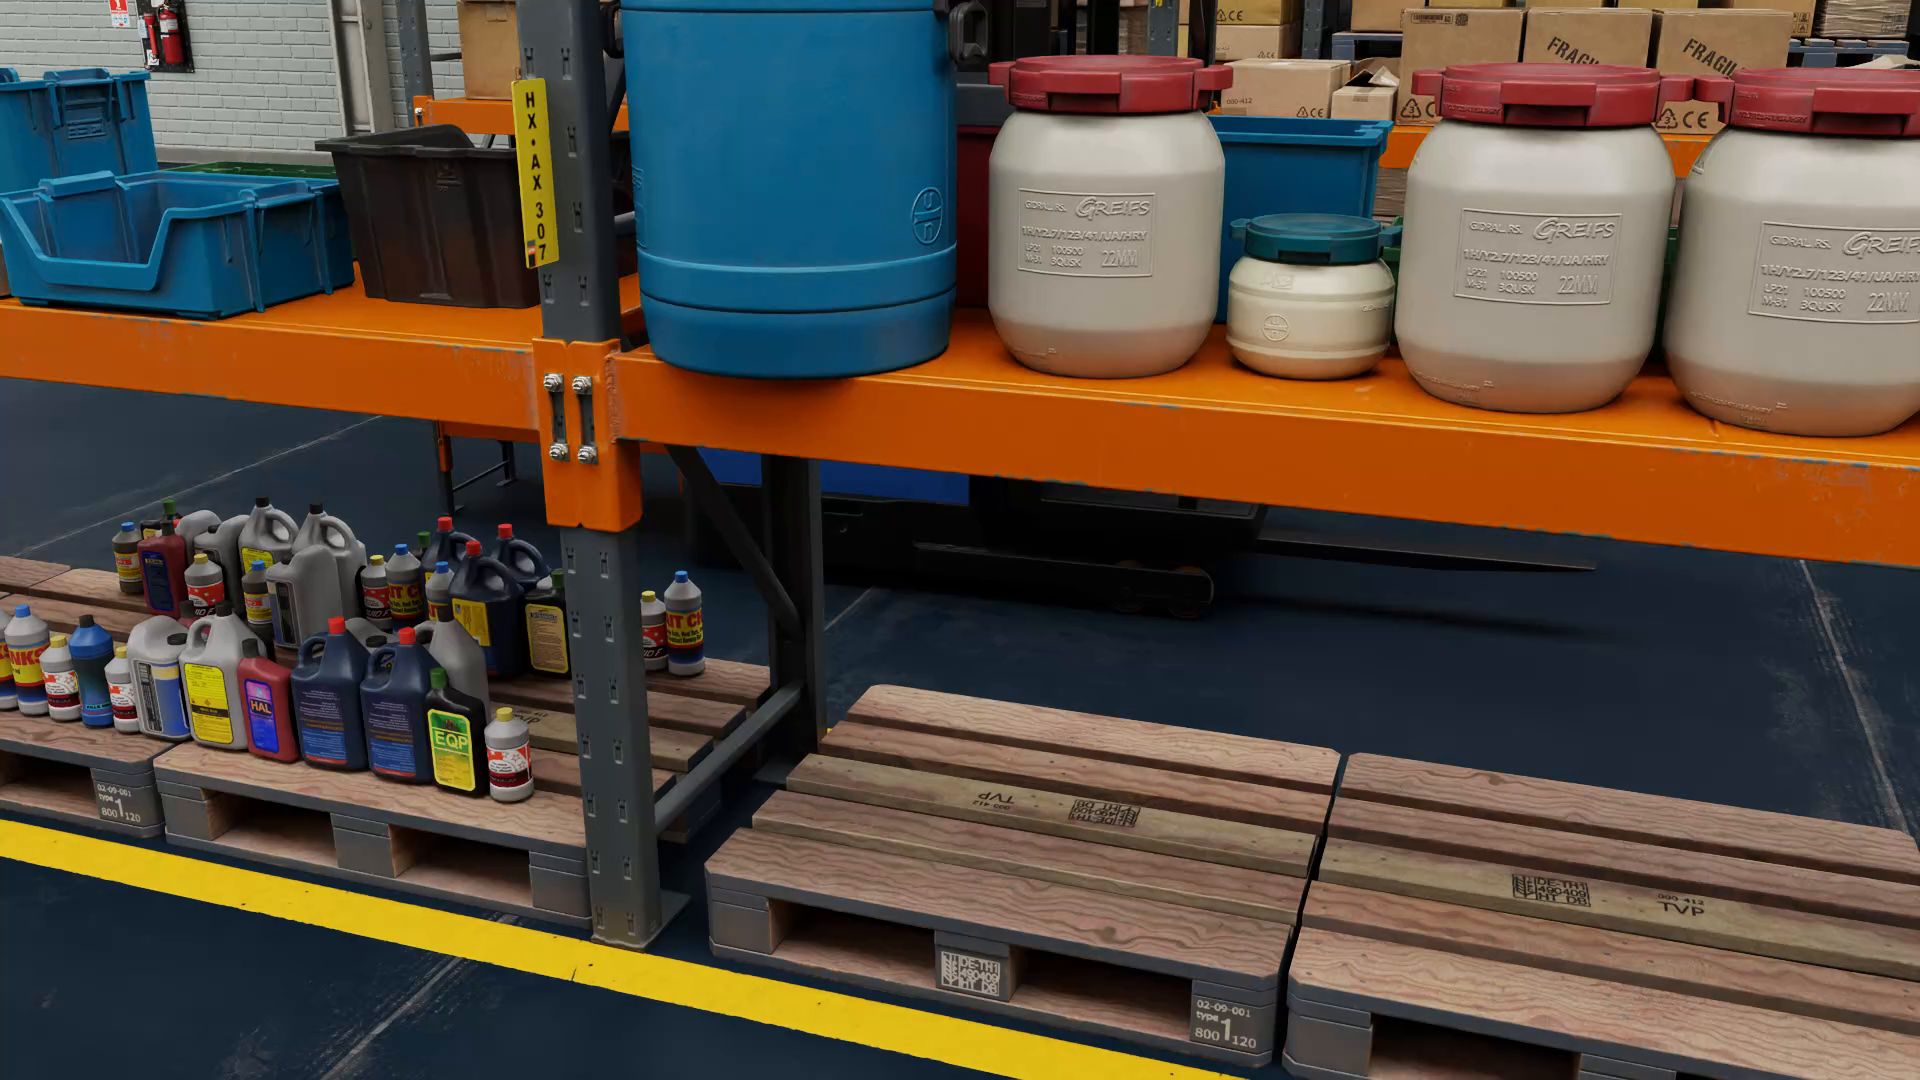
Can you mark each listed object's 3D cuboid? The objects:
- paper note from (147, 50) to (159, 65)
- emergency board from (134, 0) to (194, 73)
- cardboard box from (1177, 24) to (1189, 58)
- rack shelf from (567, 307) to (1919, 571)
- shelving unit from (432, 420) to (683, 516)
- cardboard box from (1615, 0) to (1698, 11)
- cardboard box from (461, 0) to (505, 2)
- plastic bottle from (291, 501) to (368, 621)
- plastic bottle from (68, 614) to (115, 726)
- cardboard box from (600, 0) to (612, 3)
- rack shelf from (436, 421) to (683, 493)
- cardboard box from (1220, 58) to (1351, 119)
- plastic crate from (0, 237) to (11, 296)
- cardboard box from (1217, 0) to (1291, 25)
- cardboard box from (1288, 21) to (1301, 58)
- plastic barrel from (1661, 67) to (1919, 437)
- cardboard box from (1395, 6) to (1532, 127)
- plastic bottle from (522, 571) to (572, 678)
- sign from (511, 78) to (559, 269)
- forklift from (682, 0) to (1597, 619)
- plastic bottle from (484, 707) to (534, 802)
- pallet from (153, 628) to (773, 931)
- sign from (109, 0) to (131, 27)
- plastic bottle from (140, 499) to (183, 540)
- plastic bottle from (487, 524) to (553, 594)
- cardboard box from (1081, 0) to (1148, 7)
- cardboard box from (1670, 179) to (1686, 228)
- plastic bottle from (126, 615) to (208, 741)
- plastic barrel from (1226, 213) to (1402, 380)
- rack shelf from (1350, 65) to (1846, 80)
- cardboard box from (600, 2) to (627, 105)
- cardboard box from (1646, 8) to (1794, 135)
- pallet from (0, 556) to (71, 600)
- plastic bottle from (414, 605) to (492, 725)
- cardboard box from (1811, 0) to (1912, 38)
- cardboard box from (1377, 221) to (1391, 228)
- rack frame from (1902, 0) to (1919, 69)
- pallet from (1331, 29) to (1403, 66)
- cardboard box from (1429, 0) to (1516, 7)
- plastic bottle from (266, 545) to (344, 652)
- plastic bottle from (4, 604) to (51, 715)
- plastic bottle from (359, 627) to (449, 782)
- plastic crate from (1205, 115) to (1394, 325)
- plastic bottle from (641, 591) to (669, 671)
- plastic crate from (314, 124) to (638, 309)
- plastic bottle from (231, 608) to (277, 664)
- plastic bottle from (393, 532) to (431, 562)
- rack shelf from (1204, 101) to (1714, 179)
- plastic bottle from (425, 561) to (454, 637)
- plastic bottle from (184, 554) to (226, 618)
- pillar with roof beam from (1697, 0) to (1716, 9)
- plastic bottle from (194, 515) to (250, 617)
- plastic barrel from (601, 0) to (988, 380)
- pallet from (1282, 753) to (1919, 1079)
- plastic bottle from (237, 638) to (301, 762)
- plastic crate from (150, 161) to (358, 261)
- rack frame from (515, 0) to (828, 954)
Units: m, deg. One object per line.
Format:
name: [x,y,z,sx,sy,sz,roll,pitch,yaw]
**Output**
paper note: [-8.286,-4.953,17.068,0.142,0.148,0.016,7,20,18]
emergency board: [-8.142,-5.329,16.806,0.643,1.169,0.194,7,20,18]
cardboard box: [1.666,-3.728,12.413,0.500,0.250,0.500,7,20,18]
rack shelf: [1.319,-0.140,3.015,4.000,0.370,1.077,7,20,18]
shelving unit: [-1.406,-0.658,6.254,1.048,1.125,0.538,5,20,15]
cardboard box: [4.828,-3.775,11.528,0.500,0.500,0.700,7,20,18]
cardboard box: [-2.419,-2.912,8.736,0.250,0.149,0.380,6,20,18]
plastic bottle: [-1.776,0.064,4.690,0.185,0.351,0.144,6,20,18]
plastic bottle: [-2.128,0.315,4.092,0.097,0.271,0.097,0,19,0]
cardboard box: [-1.696,-2.829,8.498,0.250,0.149,0.380,6,20,17]
rack shelf: [-1.406,-0.427,6.334,1.000,0.278,0.538,5,20,15]
cardboard box: [1.539,-2.125,7.844,0.500,0.250,0.500,8,21,21]
plastic crate: [-2.187,-0.668,3.837,0.437,0.136,0.530,7,20,18]
cardboard box: [2.133,-4.024,12.122,0.500,0.500,0.500,6,20,18]
cardboard box: [2.308,-3.833,12.711,0.500,0.250,0.500,7,20,19]
plastic barrel: [1.364,-0.463,2.640,0.433,0.535,0.433,0,19,0]
cardboard box: [2.277,-2.138,7.501,0.500,0.500,0.500,8,21,22]
plastic bottle: [-1.076,0.215,4.361,0.133,0.283,0.061,7,20,18]
sign: [-0.761,-0.657,2.983,0.005,0.325,0.100,7,20,18]
forklift: [0.605,-1.326,5.429,3.031,2.935,1.130,5,20,15]
plastic bottle: [-1.015,0.475,3.739,0.097,0.201,0.097,0,19,0]
pallet: [-1.191,0.535,4.220,1.213,0.211,1.003,7,20,18]
sign: [-8.630,-5.437,17.064,0.234,0.329,0.001,7,20,18]
plastic bottle: [-2.353,0.016,4.932,0.133,0.283,0.061,7,20,19]
plastic bottle: [-1.196,0.131,4.500,0.185,0.351,0.144,7,20,20]
cardboard box: [0.732,-2.552,7.703,0.250,0.149,0.380,7,20,18]
cardboard box: [5.314,-2.525,11.892,0.500,0.500,0.700,6,20,18]
plastic bottle: [-1.911,0.328,4.048,0.135,0.276,0.152,7,20,19]
plastic barrel: [0.630,-0.440,2.992,0.301,0.262,0.301,0,19,0]
rack shelf: [4.570,-3.221,11.852,4.000,0.370,1.077,7,20,18]
cardboard box: [-1.785,-2.605,8.842,0.500,0.500,0.700,7,20,19]
cardboard box: [3.247,-2.027,7.183,0.500,0.500,0.500,5,20,15]
pallet: [-3.496,0.272,4.976,1.213,0.211,1.003,7,20,18]
plastic bottle: [-1.226,0.322,3.951,0.185,0.351,0.144,7,20,18]
cardboard box: [6.012,-3.647,11.161,0.500,0.500,0.700,4,20,12]
cardboard box: [2.029,-1.392,8.199,0.500,0.311,0.500,7,20,20]
rack frame: [6.460,-3.344,11.113,0.127,3.000,1.000,7,20,18]
pallet: [3.355,-3.558,12.018,1.213,0.211,1.003,7,20,18]
cardboard box: [3.676,-3.903,11.896,0.500,0.500,0.700,9,21,24]
plastic bottle: [-1.801,0.149,4.563,0.135,0.276,0.152,7,20,18]
plastic bottle: [-2.320,0.293,4.155,0.097,0.271,0.097,0,19,0]
plastic bottle: [-1.273,0.367,3.822,0.185,0.351,0.144,6,20,17]
plastic crate: [0.574,-0.666,3.454,0.575,0.384,0.392,7,20,18]
plastic bottle: [-0.823,0.236,4.426,0.097,0.201,0.097,0,19,0]
plastic crate: [-1.023,-0.763,3.802,0.504,0.338,0.767,7,20,18]
plastic bottle: [-1.750,0.309,4.092,0.133,0.283,0.061,7,20,18]
plastic bottle: [-1.517,0.111,4.658,0.133,0.283,0.061,7,21,20]
rack shelf: [2.948,-1.680,7.432,4.000,0.370,1.077,7,20,18]
plastic bottle: [-1.373,0.190,4.450,0.097,0.271,0.097,0,19,0]
plastic bottle: [-2.133,0.139,4.703,0.097,0.201,0.097,0,19,0]
pillar with roof beam: [4.103,-5.248,7.460,0.400,9.000,9.100,7,20,18]
plastic bottle: [-2.110,0.063,4.808,0.135,0.276,0.152,6,20,17]
plastic barrel: [-0.304,-0.797,3.044,0.708,0.901,0.600,7,20,18]
pallet: [1.341,0.825,3.390,1.213,0.211,1.003,7,20,18]
plastic bottle: [-1.622,0.373,3.906,0.133,0.283,0.061,8,21,22]
plastic crate: [-1.760,-0.830,4.223,0.662,0.188,0.450,7,20,18]
rack frame: [-0.570,-0.696,3.516,0.127,3.000,1.000,7,20,18]
